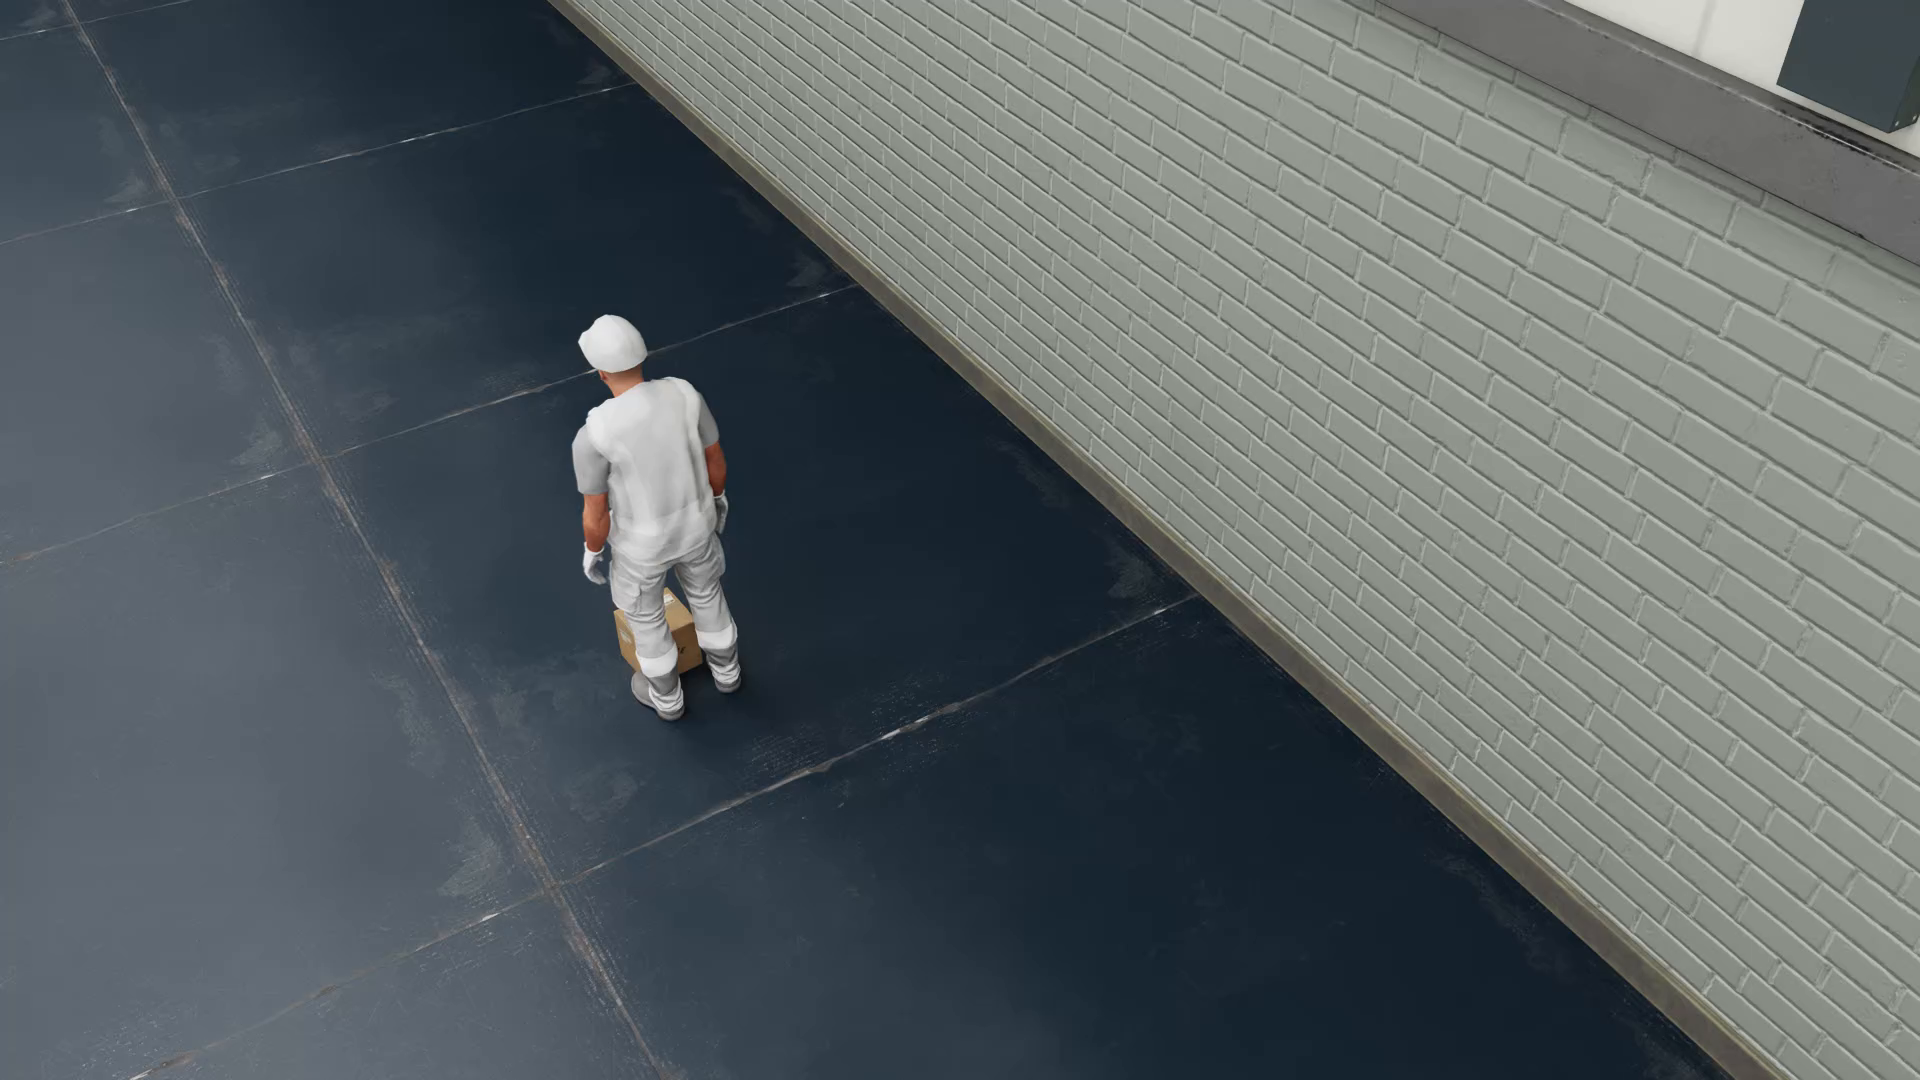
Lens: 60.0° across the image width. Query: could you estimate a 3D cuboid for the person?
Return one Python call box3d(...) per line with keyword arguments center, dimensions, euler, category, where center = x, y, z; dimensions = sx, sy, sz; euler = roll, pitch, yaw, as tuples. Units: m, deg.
box3d(center=(-1.133, -0.051, 6.206), dimensions=(0.617, 1.778, 0.453), euler=(-25, 46, -27), category="person")
